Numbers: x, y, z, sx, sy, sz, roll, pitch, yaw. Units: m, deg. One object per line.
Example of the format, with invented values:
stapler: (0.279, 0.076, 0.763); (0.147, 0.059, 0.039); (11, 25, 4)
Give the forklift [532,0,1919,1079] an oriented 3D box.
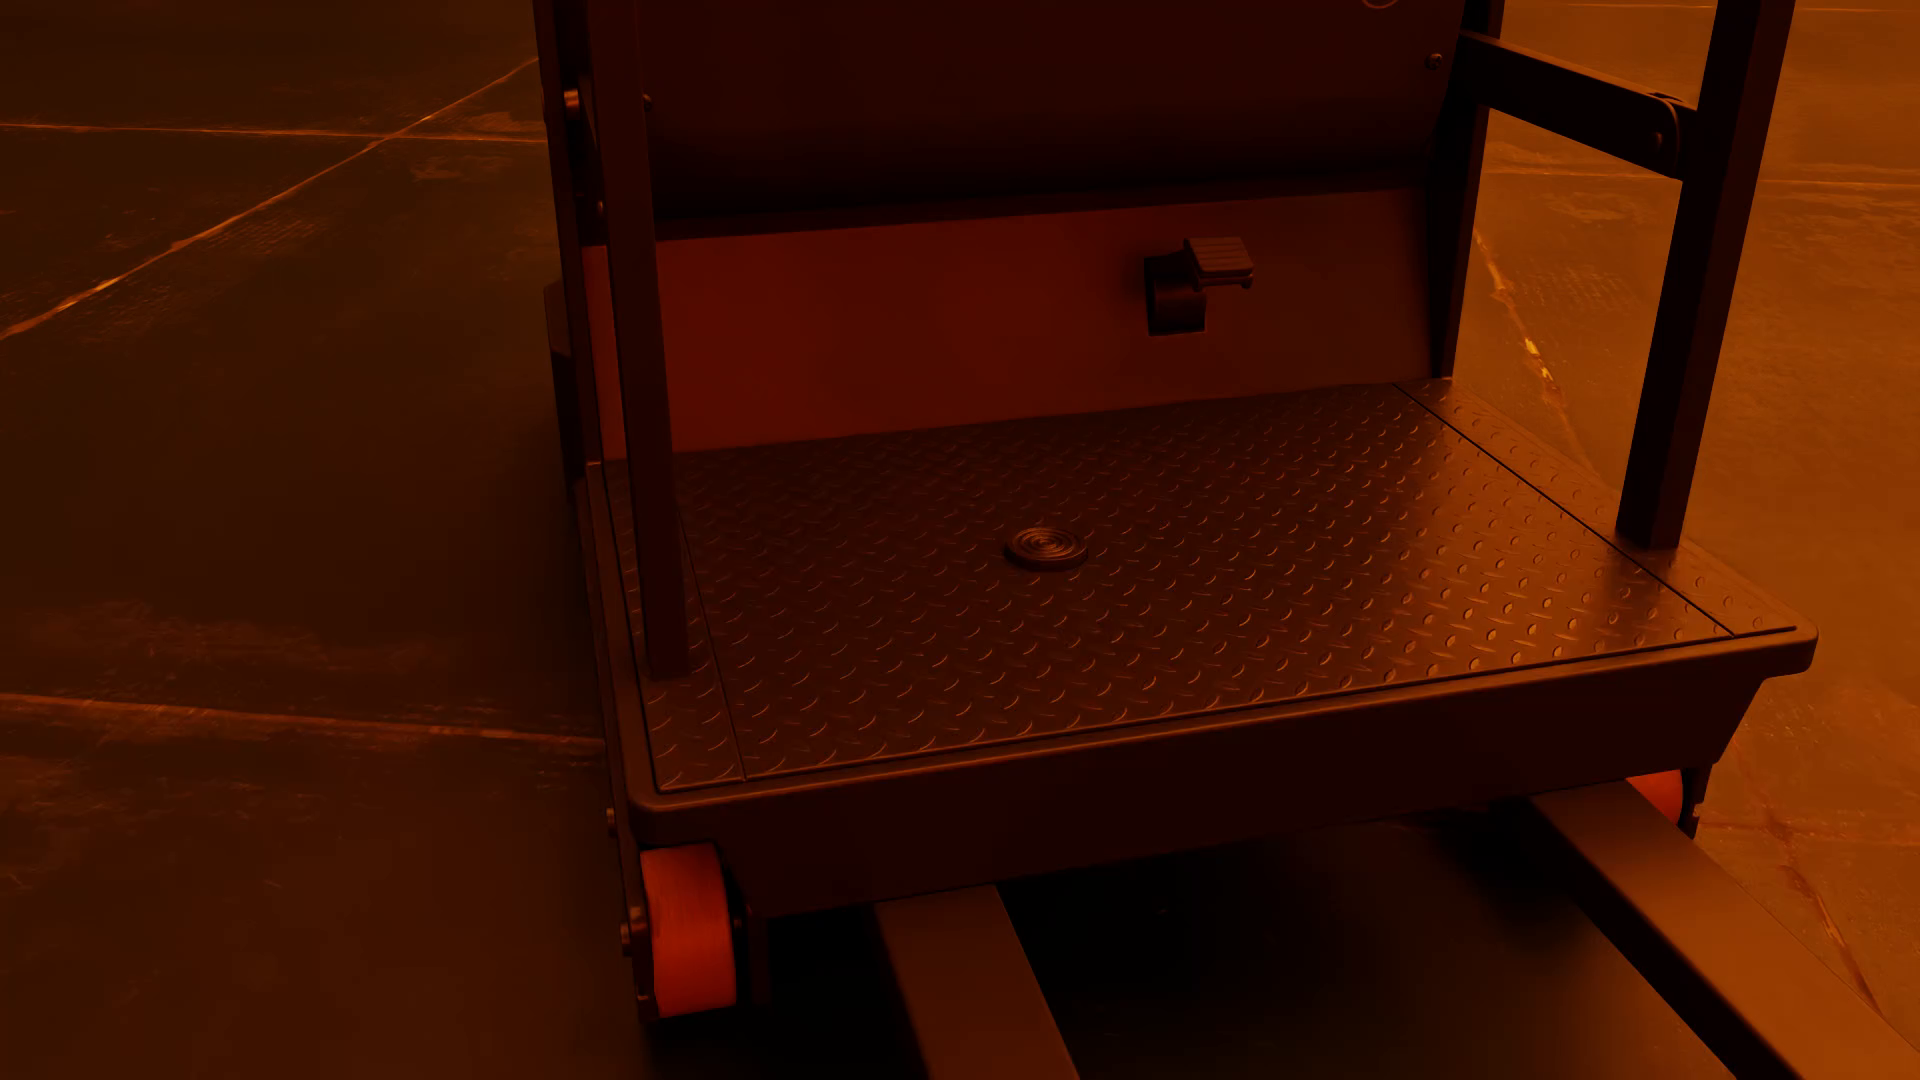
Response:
forklift: (0.153, -1.049, 1.319); (1.130, 2.935, 3.031); (-7, 27, -13)
